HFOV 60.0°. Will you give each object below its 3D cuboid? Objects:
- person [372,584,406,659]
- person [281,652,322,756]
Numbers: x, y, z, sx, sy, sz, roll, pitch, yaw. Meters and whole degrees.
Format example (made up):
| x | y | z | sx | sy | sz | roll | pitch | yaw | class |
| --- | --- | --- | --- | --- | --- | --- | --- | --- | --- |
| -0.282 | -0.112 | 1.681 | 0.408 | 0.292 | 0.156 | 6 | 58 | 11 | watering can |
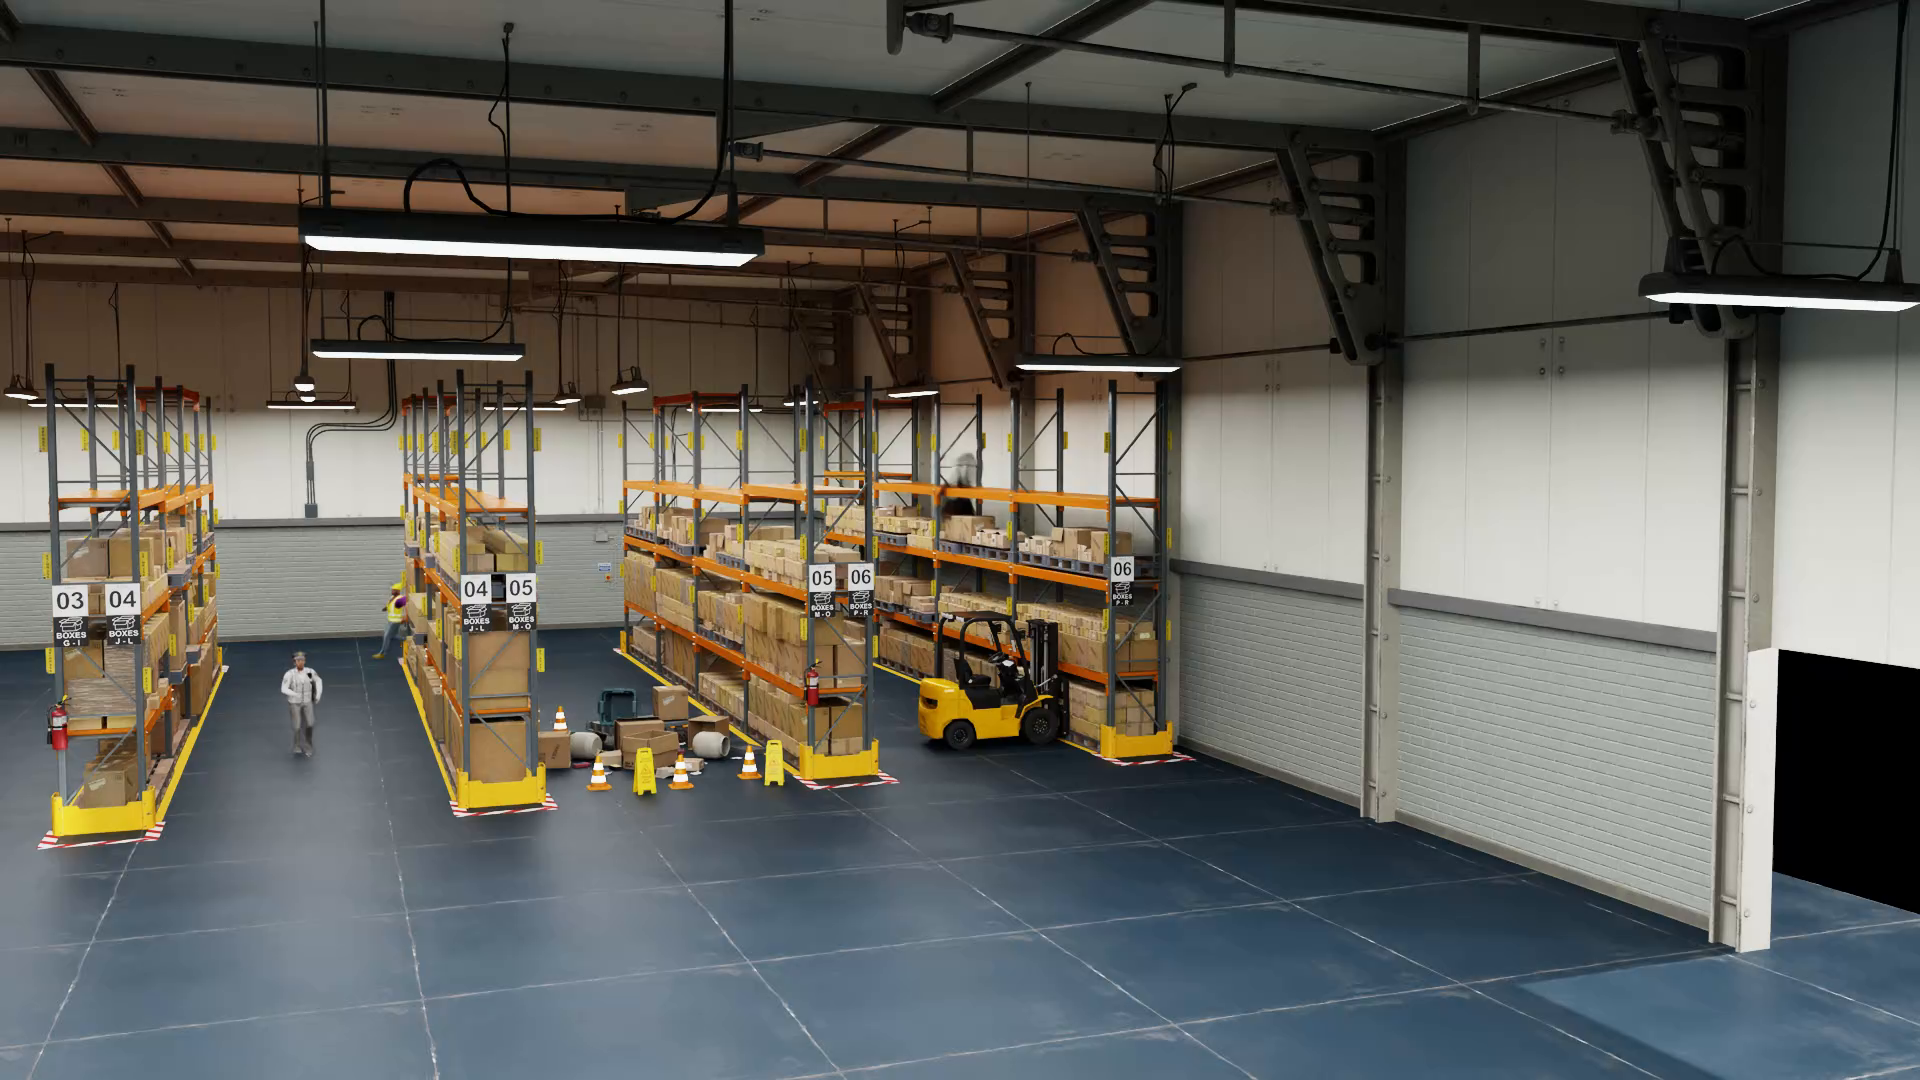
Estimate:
| x | y | z | sx | sy | sz | roll | pitch | yaw | class |
| --- | --- | --- | --- | --- | --- | --- | --- | --- | --- |
| -13.107 | 1.868 | 38.456 | 0.981 | 1.731 | 0.753 | -2 | 4 | -34 | person |
| -10.473 | 2.621 | 26.497 | 0.642 | 1.708 | 0.660 | -2 | 4 | -31 | person |
